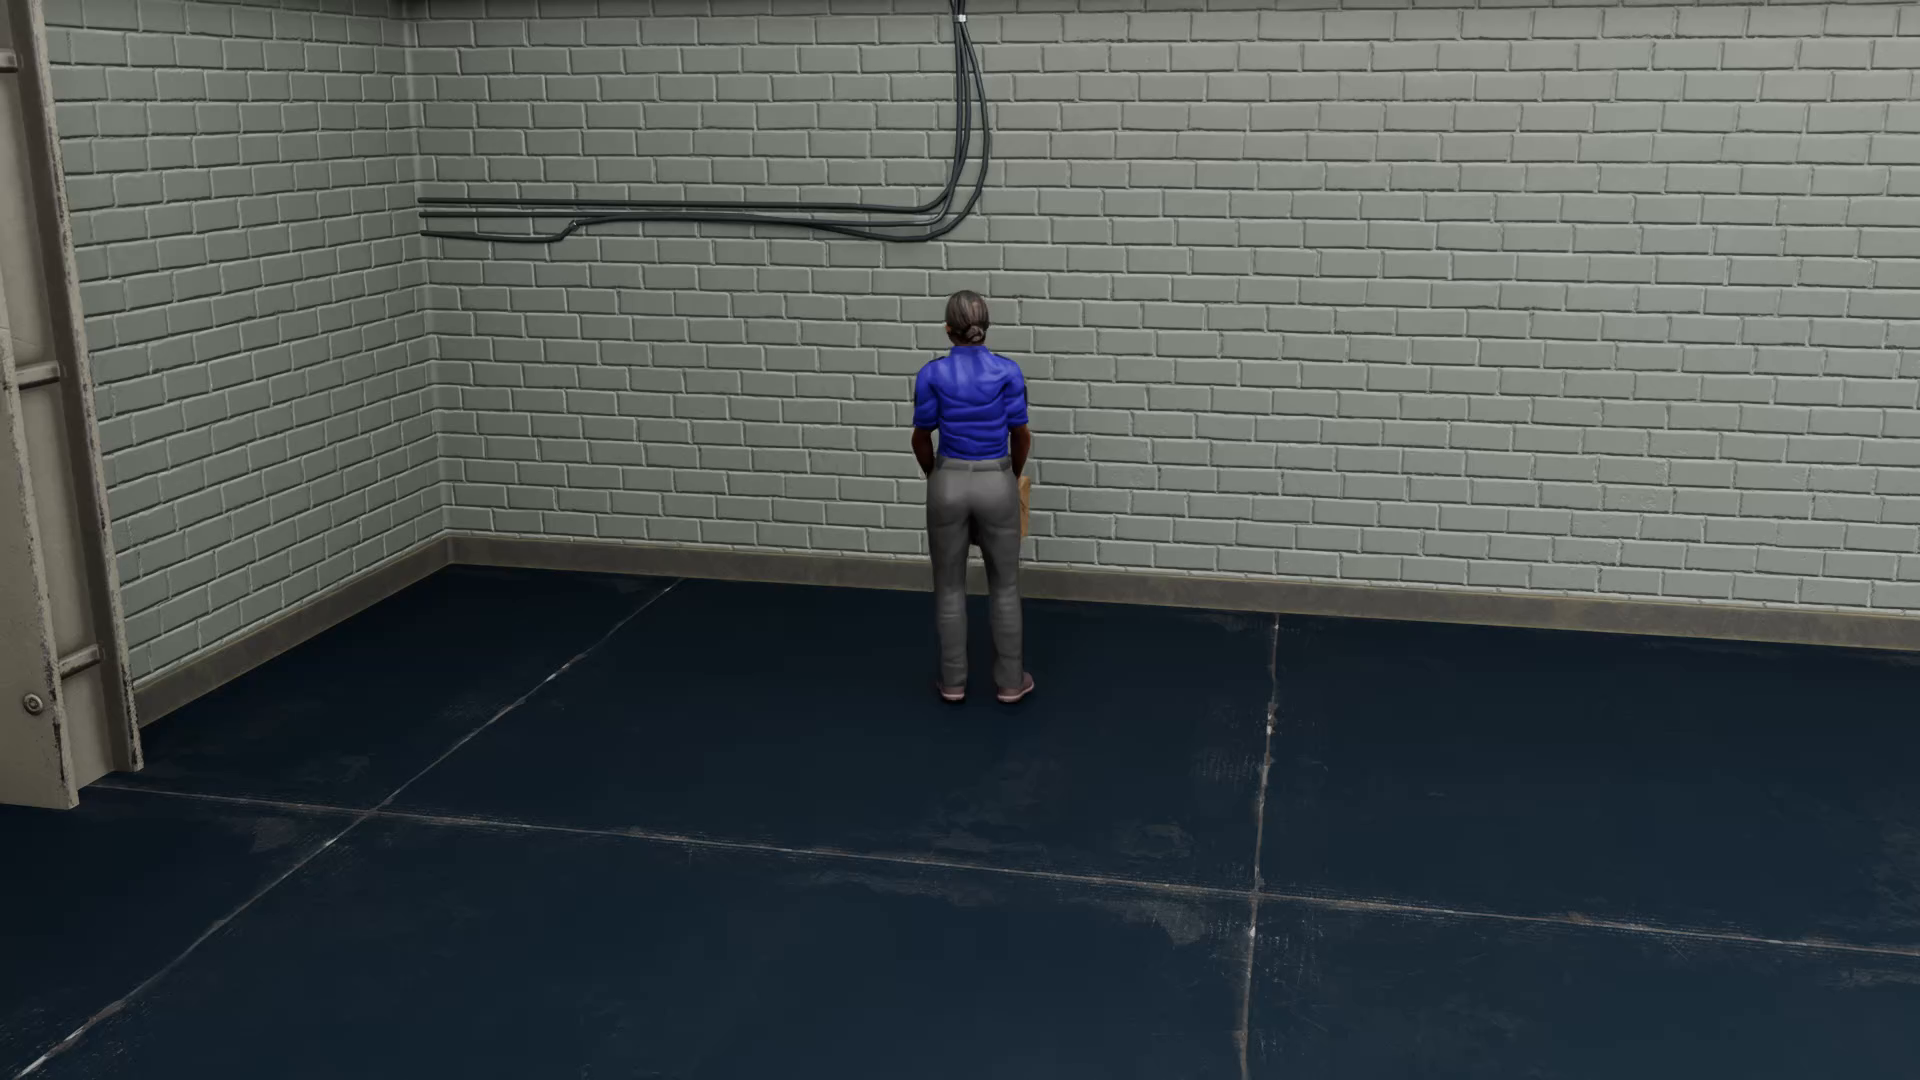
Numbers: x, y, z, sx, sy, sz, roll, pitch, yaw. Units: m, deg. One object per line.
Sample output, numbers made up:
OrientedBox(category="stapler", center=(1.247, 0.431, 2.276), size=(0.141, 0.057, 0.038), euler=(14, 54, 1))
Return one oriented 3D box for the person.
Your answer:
OrientedBox(category="person", center=(0.057, -0.169, 6.633), size=(0.493, 1.662, 0.396), euler=(1, 15, 4))
